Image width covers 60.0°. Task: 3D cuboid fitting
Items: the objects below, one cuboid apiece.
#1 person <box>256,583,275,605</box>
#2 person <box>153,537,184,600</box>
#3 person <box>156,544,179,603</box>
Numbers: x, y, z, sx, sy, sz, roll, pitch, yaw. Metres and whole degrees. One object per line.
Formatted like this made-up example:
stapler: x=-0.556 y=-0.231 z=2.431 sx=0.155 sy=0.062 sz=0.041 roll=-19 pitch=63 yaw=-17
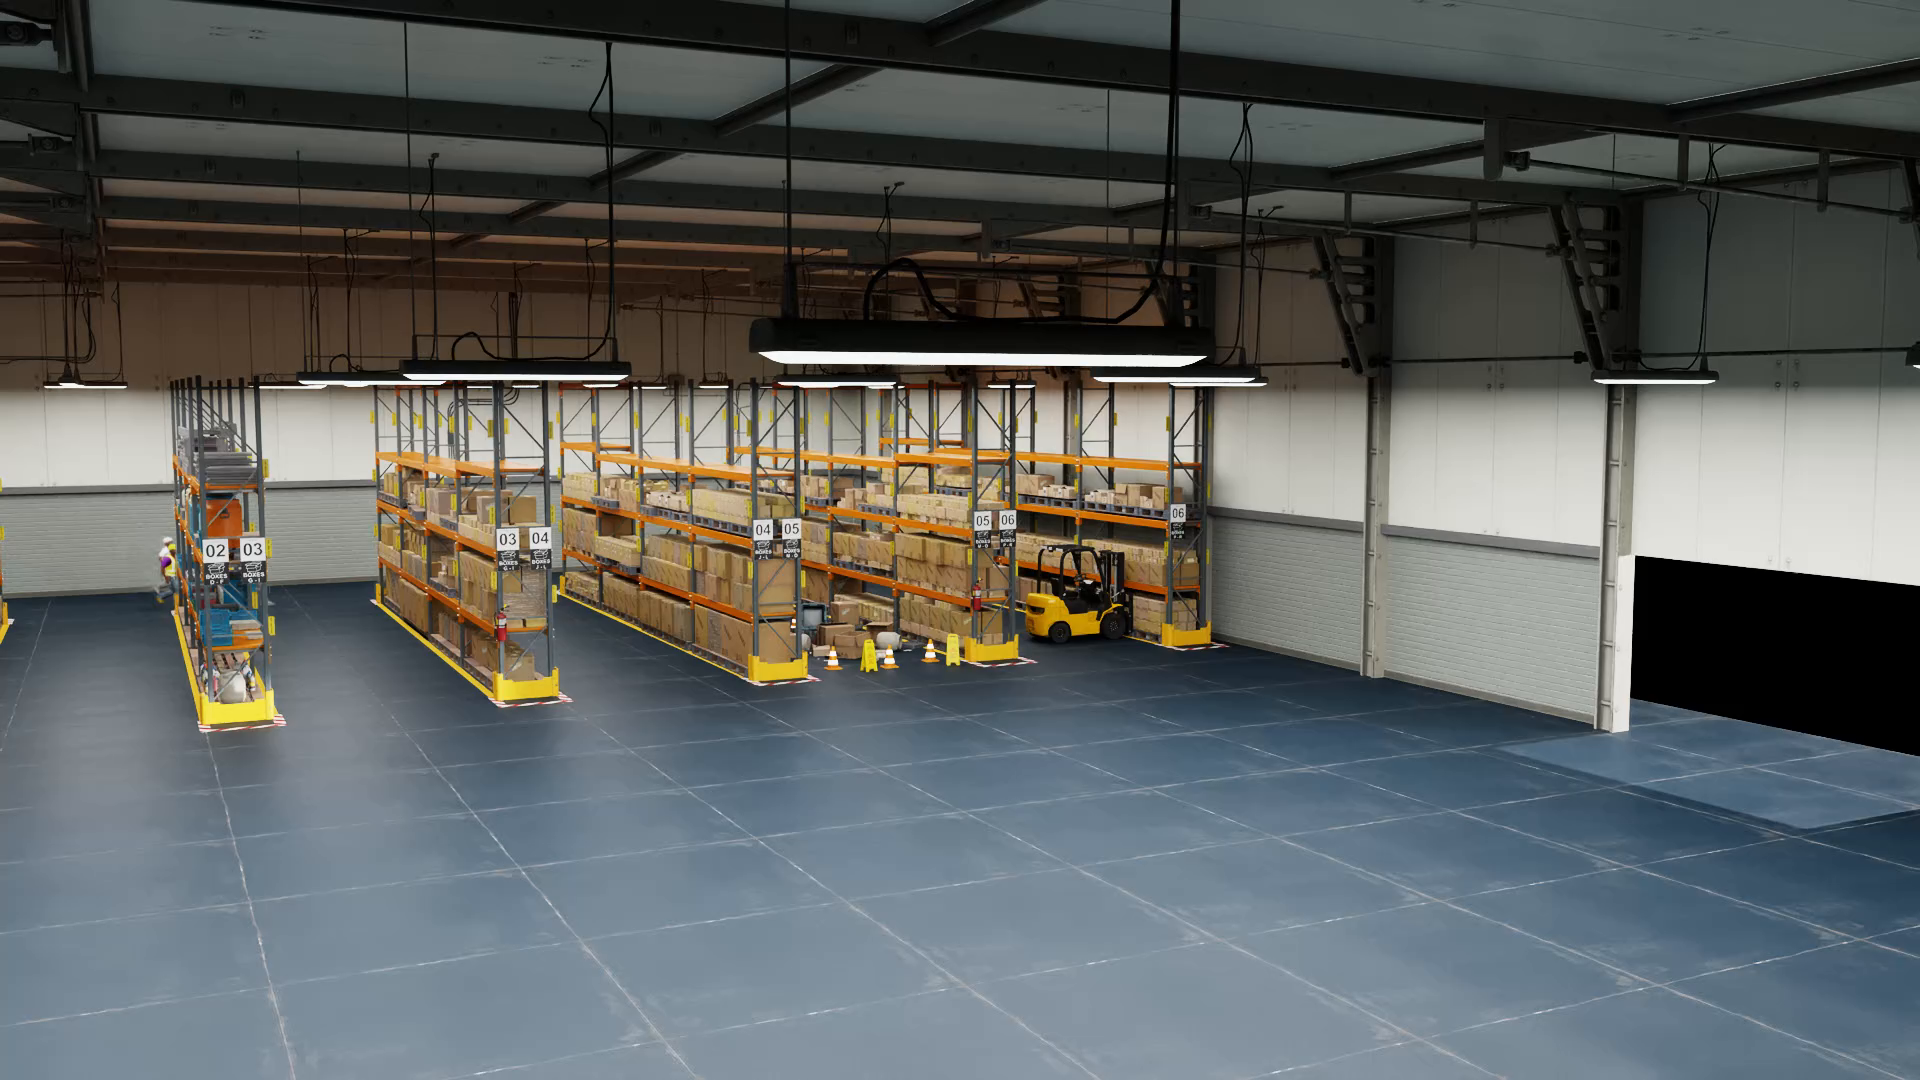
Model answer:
person: x=-18.827 y=0.976 z=44.461 sx=0.660 sy=1.596 sz=0.673 roll=2 pitch=5 yaw=17
person: x=-21.785 y=0.796 z=45.693 sx=0.829 sy=1.748 sz=0.701 roll=-1 pitch=5 yaw=-13
person: x=-20.914 y=0.970 z=44.064 sx=0.946 sy=1.722 sz=0.674 roll=0 pitch=5 yaw=2
